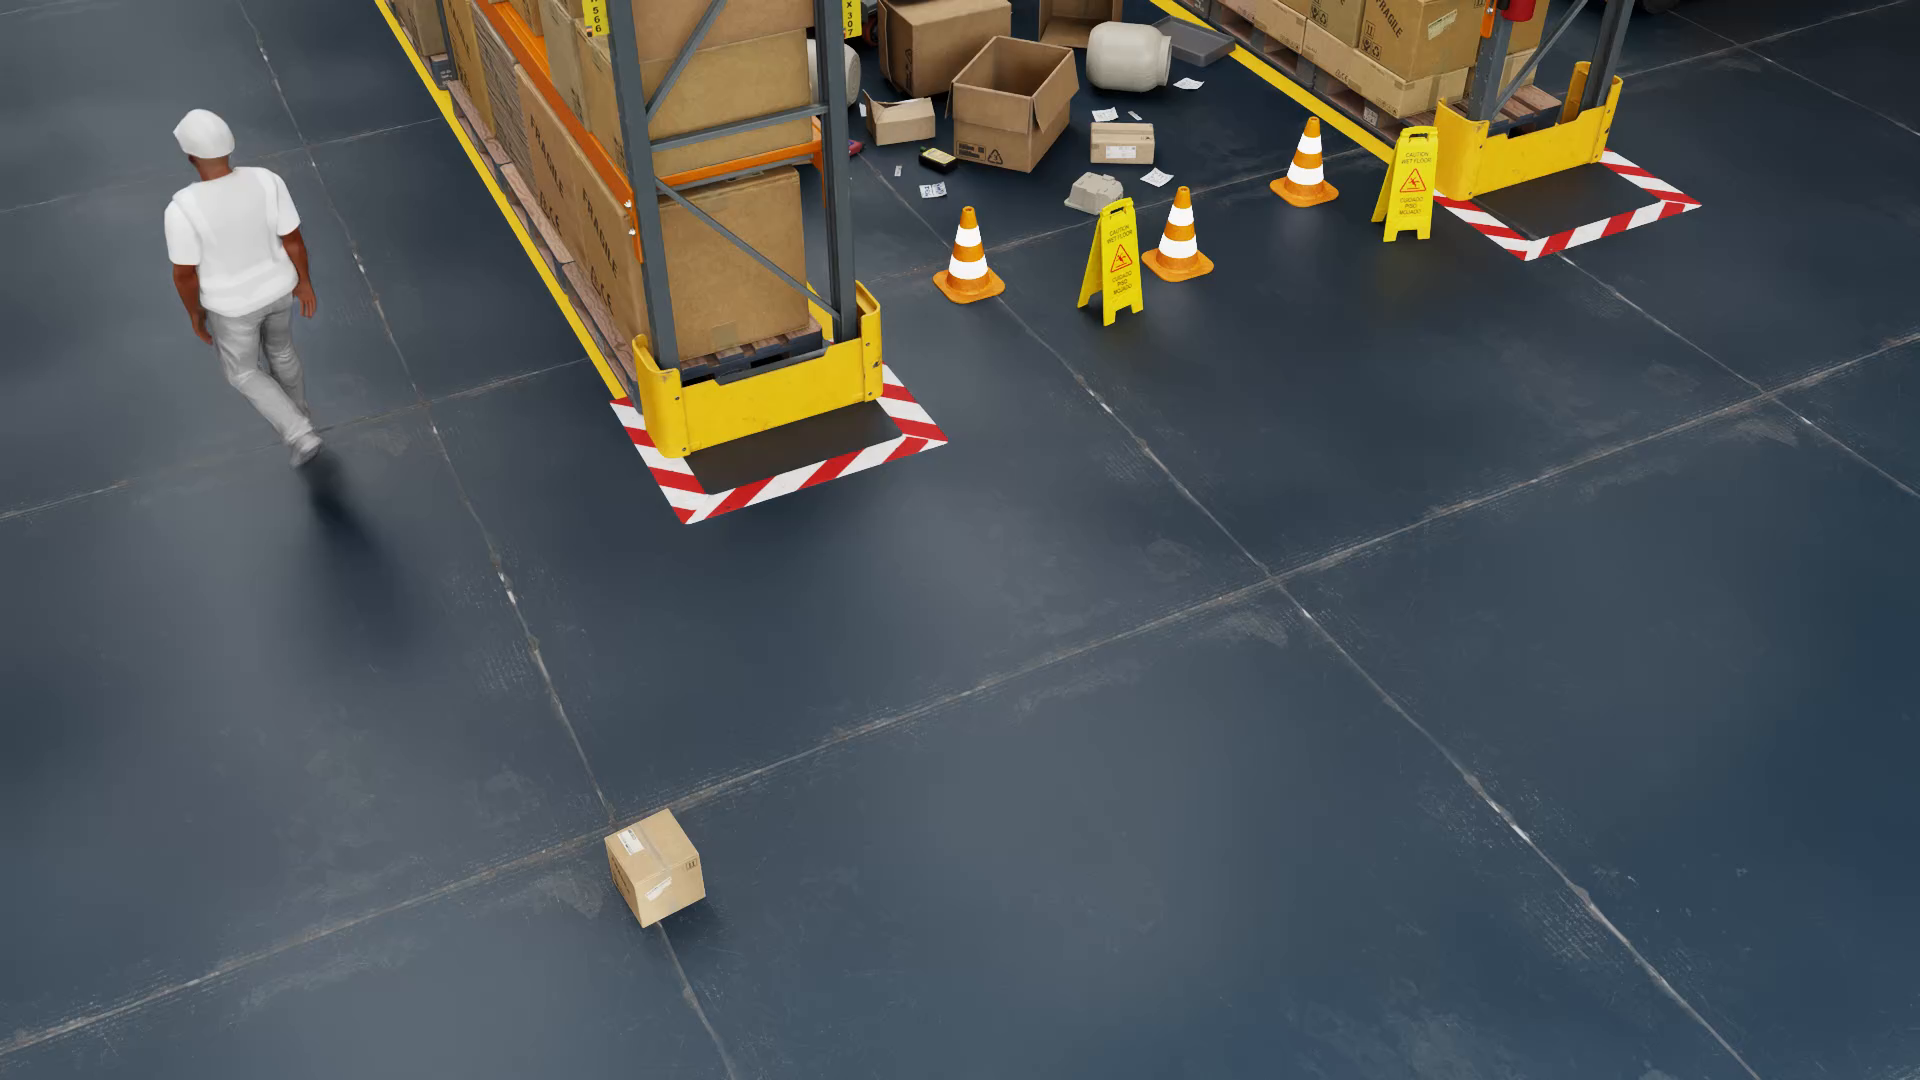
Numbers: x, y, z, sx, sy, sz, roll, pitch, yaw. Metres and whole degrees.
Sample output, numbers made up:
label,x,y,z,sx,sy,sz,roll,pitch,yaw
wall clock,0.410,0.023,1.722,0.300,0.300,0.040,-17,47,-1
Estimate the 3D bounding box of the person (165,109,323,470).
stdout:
label,x,y,z,sx,sy,sz,roll,pitch,yaw
person,-3.140,-1.082,7.370,0.777,1.747,0.568,32,50,31
